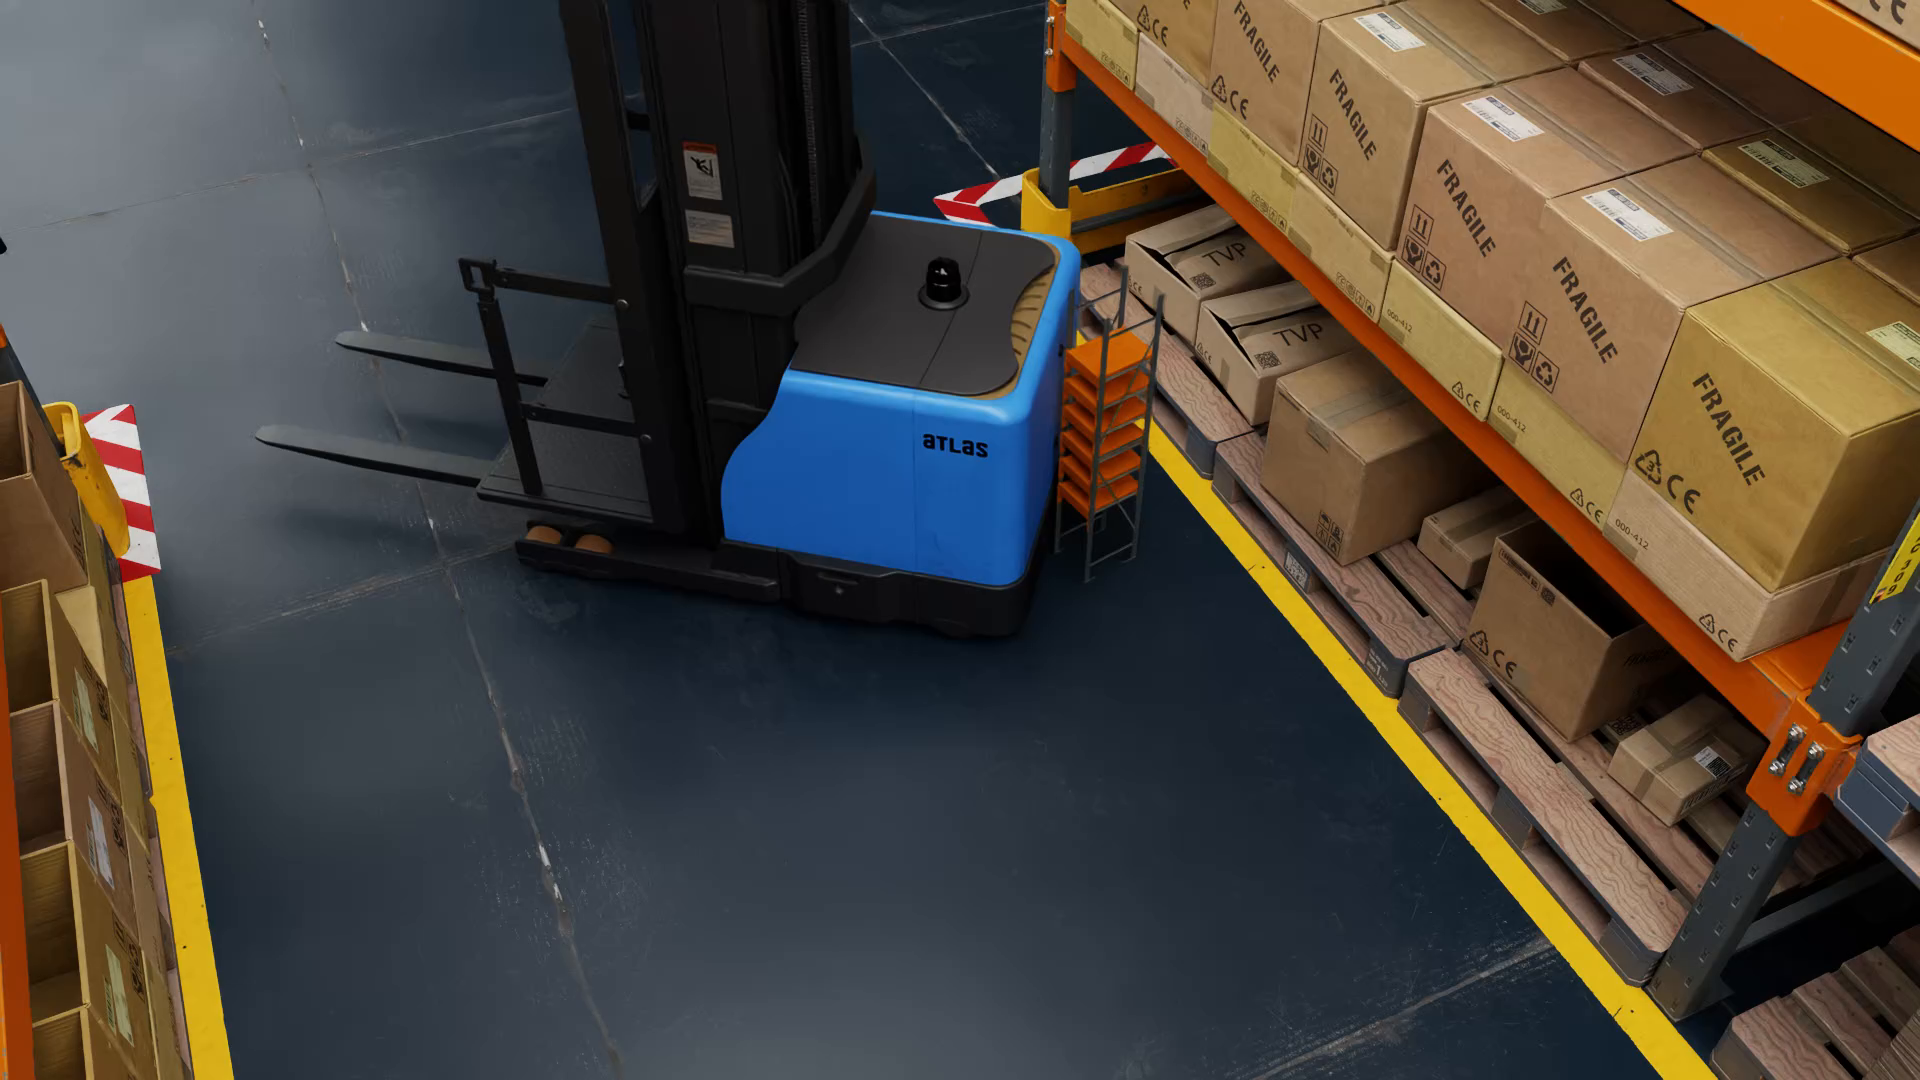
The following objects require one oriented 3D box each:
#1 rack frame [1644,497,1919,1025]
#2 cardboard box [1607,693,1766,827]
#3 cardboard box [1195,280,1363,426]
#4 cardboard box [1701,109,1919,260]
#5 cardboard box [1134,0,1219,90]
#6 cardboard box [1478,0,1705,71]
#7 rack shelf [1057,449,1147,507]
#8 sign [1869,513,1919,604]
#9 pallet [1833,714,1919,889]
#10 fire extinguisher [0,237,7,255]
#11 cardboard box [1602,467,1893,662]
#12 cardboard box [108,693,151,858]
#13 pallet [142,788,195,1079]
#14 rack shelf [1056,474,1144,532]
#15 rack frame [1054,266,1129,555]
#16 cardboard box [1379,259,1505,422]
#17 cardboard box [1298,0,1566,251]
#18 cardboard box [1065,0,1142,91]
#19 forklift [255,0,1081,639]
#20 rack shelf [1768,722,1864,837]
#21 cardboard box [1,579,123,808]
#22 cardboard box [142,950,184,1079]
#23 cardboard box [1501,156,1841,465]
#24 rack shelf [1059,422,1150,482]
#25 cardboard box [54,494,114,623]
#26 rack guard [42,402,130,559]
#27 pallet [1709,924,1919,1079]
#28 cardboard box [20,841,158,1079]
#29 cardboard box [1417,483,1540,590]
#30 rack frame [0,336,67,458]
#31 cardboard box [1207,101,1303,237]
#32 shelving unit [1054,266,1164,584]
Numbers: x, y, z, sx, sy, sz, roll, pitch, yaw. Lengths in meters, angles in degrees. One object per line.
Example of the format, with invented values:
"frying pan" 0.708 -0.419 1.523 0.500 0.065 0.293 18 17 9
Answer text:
"rack frame" 2.498 0.151 3.962 1.000 3.000 0.127 -18 47 -17
"cardboard box" 2.246 0.671 5.139 0.380 0.166 0.250 -24 49 -22
"cardboard box" 1.265 -0.767 6.493 0.500 0.311 0.500 -14 46 -14
"cardboard box" 2.276 -0.762 4.445 0.500 0.500 0.500 -18 47 -18
"cardboard box" 0.943 -1.908 5.607 0.500 0.500 0.500 -18 47 -17
"cardboard box" 1.843 -1.409 5.101 0.500 0.500 0.500 -17 47 -17
"rack shelf" 0.502 -0.251 5.884 0.258 0.103 0.180 -26 50 -24
"sign" 2.009 0.008 3.490 0.100 0.325 0.005 -18 47 -17
"pallet" 2.687 0.749 3.492 1.003 0.211 1.213 -18 47 -17
"fire extinguisher" -3.305 -1.118 5.302 0.296 0.674 0.183 -18 47 -17
"cardboard box" 2.024 -0.015 4.222 0.500 0.250 0.500 -18 47 -17
"cardboard box" -2.751 0.784 4.978 0.500 0.250 0.500 -18 47 -17
"pallet" -2.808 1.311 4.771 1.003 0.211 1.213 -18 47 -17
"rack shelf" 0.502 -0.166 5.968 0.258 0.103 0.180 -26 50 -24
"rack frame" 0.451 -0.421 5.822 0.240 1.200 0.006 -26 50 -24
"cardboard box" 1.596 -0.651 4.867 0.500 0.250 0.500 -18 47 -18
"cardboard box" 1.382 -1.251 4.941 0.500 0.500 0.500 -17 47 -16
"cardboard box" 0.733 -1.947 6.180 0.500 0.250 0.500 -19 48 -19
"forklift" -1.138 -1.251 5.431 3.031 2.935 1.130 10 45 10
"rack shelf" 3.339 1.681 2.923 1.077 0.370 4.000 -18 47 -17
"cardboard box" -2.748 0.516 4.716 0.500 0.500 0.500 -18 47 -17
"cardboard box" -2.326 1.420 4.334 0.500 0.250 0.500 -18 47 -17
"cardboard box" 1.803 -0.596 4.277 0.500 0.500 0.500 -18 47 -18
"rack shelf" 0.502 -0.337 5.800 0.258 0.103 0.180 -26 50 -24
"cardboard box" -3.183 0.151 5.620 0.500 0.250 0.500 -18 47 -17
"rack guard" -3.687 -0.058 5.953 1.175 0.500 0.348 -18 47 -17
"pallet" 2.826 1.639 4.439 1.003 0.211 1.213 -18 47 -17
"cardboard box" -2.327 1.153 4.070 0.500 0.500 0.500 -18 47 -17
"cardboard box" 1.843 -0.016 5.847 0.380 0.149 0.250 -22 49 -21
"rack frame" -3.677 -0.933 5.060 1.000 3.000 0.127 -18 47 -17
"cardboard box" 1.173 -1.294 5.518 0.500 0.250 0.500 -19 48 -18
"shelving unit" 0.502 -0.368 5.769 0.258 1.200 0.189 -26 50 -24
